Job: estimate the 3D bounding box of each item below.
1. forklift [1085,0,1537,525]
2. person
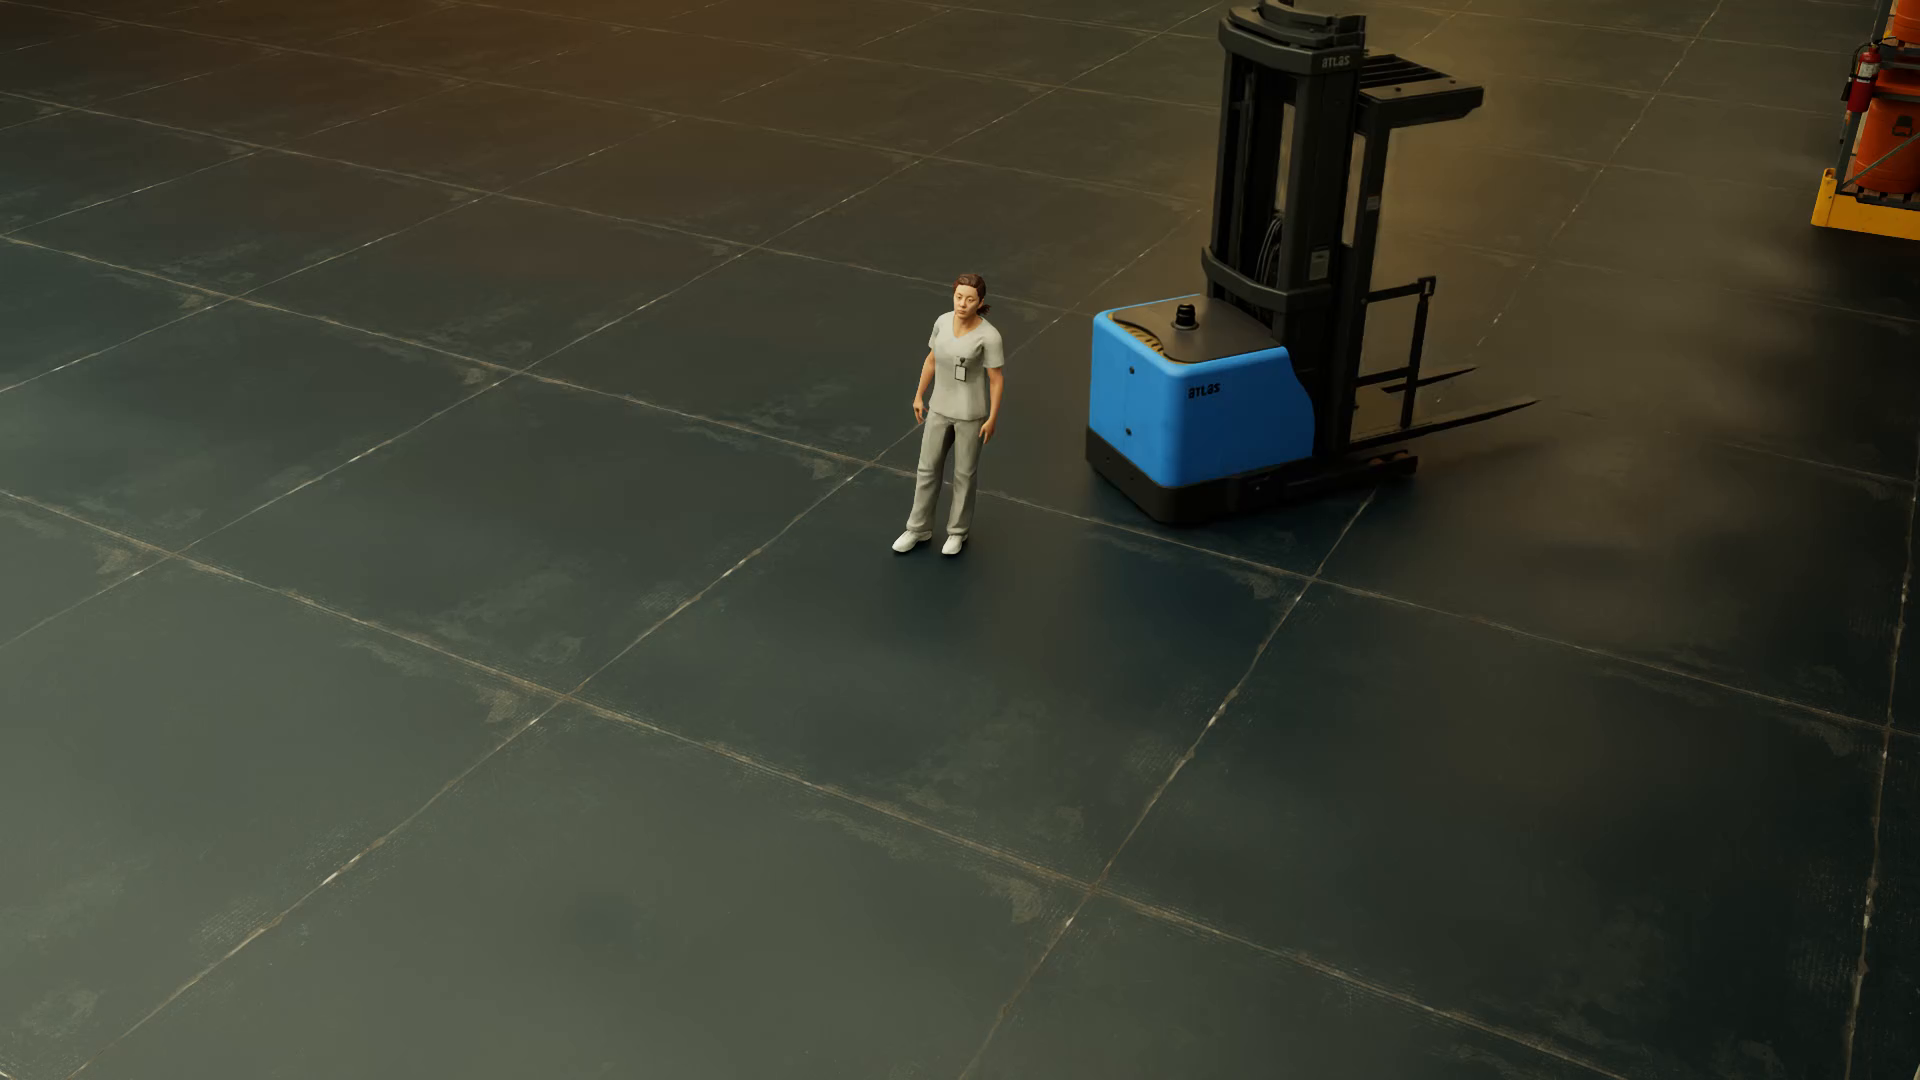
[{"bbox_3d":[2.371,-1.846,10.270,3.031,2.935,1.130,-13,32,-21],"label":"forklift"},{"bbox_3d":[-0.047,-0.703,9.530,0.550,1.675,0.549,15,33,25],"label":"person"}]
